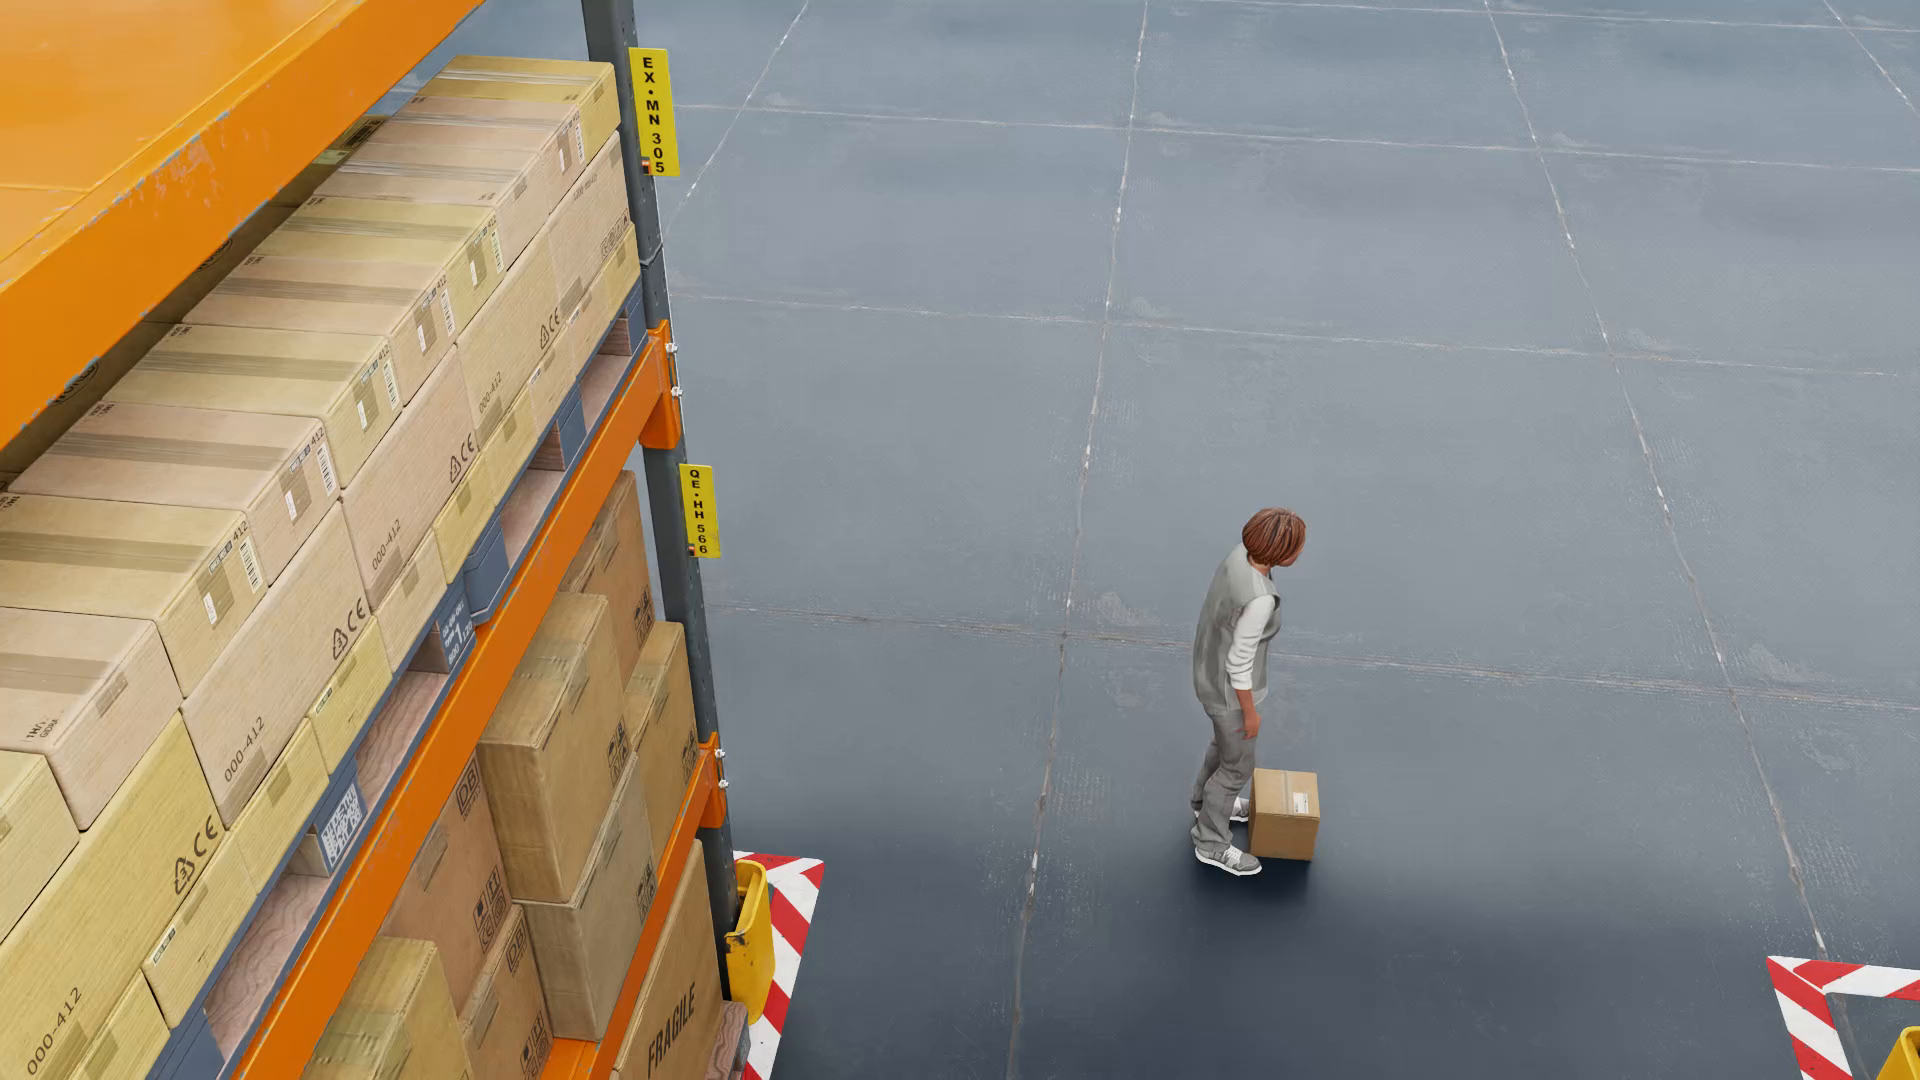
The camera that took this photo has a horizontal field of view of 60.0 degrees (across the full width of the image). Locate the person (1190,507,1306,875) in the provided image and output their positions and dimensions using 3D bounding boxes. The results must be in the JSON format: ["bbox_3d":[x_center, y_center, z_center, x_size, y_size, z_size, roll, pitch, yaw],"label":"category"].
[{"bbox_3d":[1.055,0.549,6.307,0.347,1.592,0.484,2,37,3],"label":"person"}]
